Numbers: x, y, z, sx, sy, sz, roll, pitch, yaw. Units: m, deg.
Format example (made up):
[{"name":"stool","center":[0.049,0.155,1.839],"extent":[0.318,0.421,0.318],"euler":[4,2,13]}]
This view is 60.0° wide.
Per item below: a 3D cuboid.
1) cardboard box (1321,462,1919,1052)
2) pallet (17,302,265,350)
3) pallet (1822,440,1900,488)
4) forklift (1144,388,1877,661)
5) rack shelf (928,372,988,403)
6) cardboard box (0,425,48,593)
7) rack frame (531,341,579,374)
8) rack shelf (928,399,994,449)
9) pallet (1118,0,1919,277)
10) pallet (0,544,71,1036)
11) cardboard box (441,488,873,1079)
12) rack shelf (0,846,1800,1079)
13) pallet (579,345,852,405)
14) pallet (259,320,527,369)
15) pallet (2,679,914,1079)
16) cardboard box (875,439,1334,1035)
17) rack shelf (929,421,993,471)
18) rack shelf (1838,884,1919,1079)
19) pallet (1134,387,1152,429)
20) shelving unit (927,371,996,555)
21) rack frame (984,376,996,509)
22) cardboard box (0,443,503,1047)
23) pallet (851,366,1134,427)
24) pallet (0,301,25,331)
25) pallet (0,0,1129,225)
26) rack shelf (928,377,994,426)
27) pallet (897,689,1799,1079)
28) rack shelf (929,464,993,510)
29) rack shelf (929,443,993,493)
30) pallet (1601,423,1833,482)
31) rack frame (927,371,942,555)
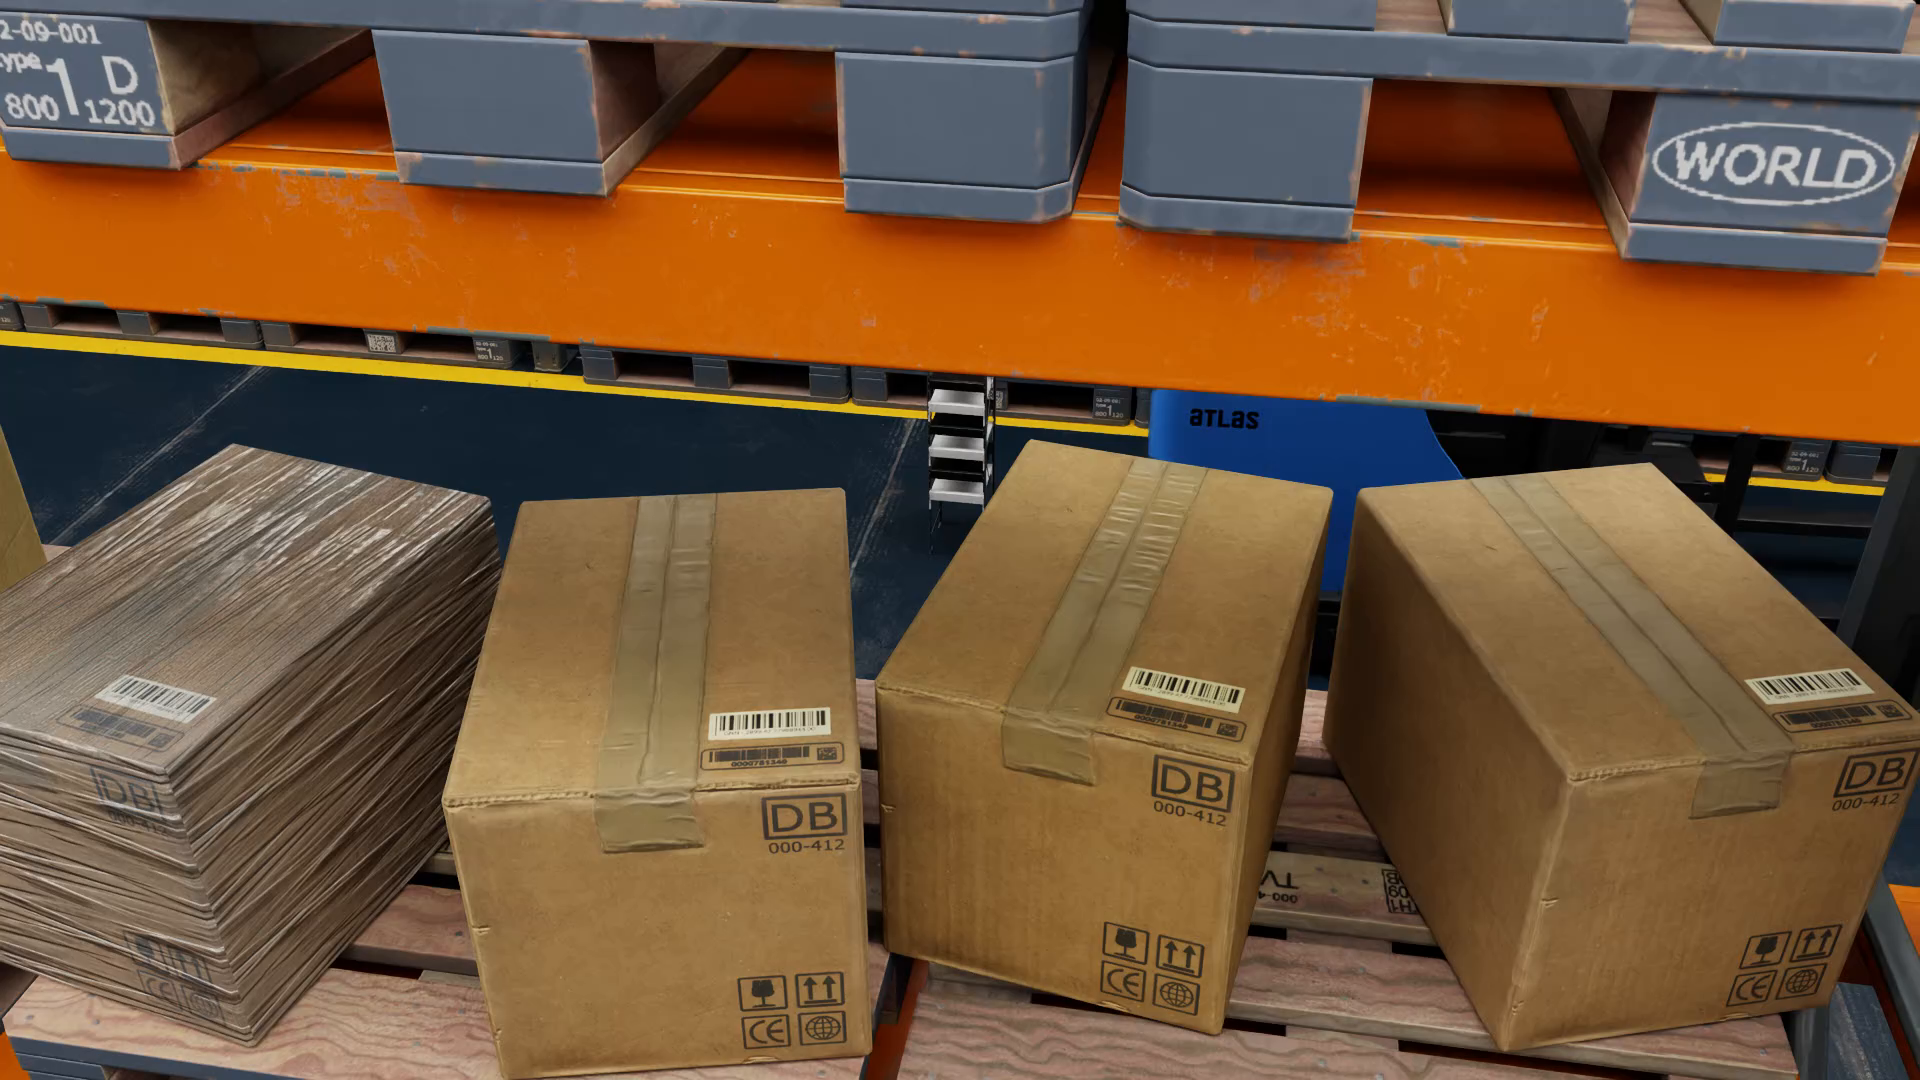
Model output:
[{"name":"cardboard box","center":[0.924,0.289,2.471],"extent":[0.500,0.500,0.700],"euler":[-5,32,-8]},{"name":"pallet","center":[-3.729,-1.278,8.093],"extent":[1.213,0.211,1.003],"euler":[5,32,8]},{"name":"pallet","center":[4.126,-0.524,6.888],"extent":[1.213,0.211,1.003],"euler":[5,32,8]},{"name":"forklift","center":[2.149,-1.025,5.126],"extent":[3.031,2.935,1.130],"euler":[4,32,6]},{"name":"rack shelf","center":[0.008,-0.581,5.884],"extent":[0.200,0.077,0.258],"euler":[5,32,8]},{"name":"cardboard box","center":[-1.950,0.088,2.791],"extent":[0.500,0.500,0.700],"euler":[-5,32,-8]},{"name":"rack frame","center":[-1.760,-2.280,7.065],"extent":[0.127,3.000,1.000],"euler":[5,32,8]},{"name":"rack shelf","center":[0.008,-0.429,5.980],"extent":[0.200,0.077,0.258],"euler":[5,32,8]},{"name":"pallet","center":[0.722,-0.618,1.760],"extent":[1.003,0.211,1.213],"euler":[5,32,8]},{"name":"pallet","center":[-1.910,0.417,2.938],"extent":[1.003,0.211,1.213],"euler":[5,32,8]},{"name":"cardboard box","center":[-0.399,0.323,2.417],"extent":[0.500,0.500,0.700],"euler":[-3,32,-4]},{"name":"rack shelf","center":[-0.618,0.795,2.831],"extent":[4.000,0.370,1.077],"euler":[5,32,8]},{"name":"pallet","center":[-0.995,-0.988,7.629],"extent":[1.213,0.211,1.003],"euler":[5,32,8]},{"name":"pallet","center":[-2.530,-1.168,7.917],"extent":[1.213,0.211,1.003],"euler":[5,32,8]},{"name":"pallet","center":[-0.672,0.564,2.702],"extent":[1.213,0.211,1.003],"euler":[5,32,8]},{"name":"cardboard box","center":[0.236,0.261,2.516],"extent":[0.500,0.500,0.700],"euler":[10,33,16]},{"name":"rack shelf","center":[0.008,-0.352,6.028],"extent":[0.200,0.077,0.258],"euler":[5,32,8]},{"name":"rack shelf","center":[3.325,1.152,2.260],"extent":[4.000,0.370,1.077],"euler":[5,32,8]},{"name":"pallet","center":[1.410,-0.770,7.281],"extent":[1.213,0.211,1.003],"euler":[5,32,8]},{"name":"shelving unit","center":[0.008,-0.381,6.010],"extent":[0.210,0.900,0.258],"euler":[5,32,8]},{"name":"rack frame","center":[0.108,-0.372,5.996],"extent":[0.006,0.900,0.240],"euler":[5,32,8]},{"name":"cardboard box","center":[-1.080,0.270,2.501],"extent":[0.500,0.500,0.700],"euler":[11,34,17]},{"name":"pallet","center":[0.204,-0.878,7.453],"extent":[1.213,0.211,1.003],"euler":[5,32,8]},{"name":"pallet","center":[-4.935,-1.386,8.265],"extent":[1.213,0.211,1.003],"euler":[5,32,8]},{"name":"pallet","center":[-0.301,-0.709,1.906],"extent":[1.003,0.211,1.213],"euler":[5,32,8]},{"name":"rack shelf","center":[0.008,-0.505,5.932],"extent":[0.200,0.077,0.258],"euler":[5,32,8]},{"name":"pallet","center":[0.584,0.622,2.611],"extent":[1.213,0.211,1.003],"euler":[5,32,8]},{"name":"rack shelf","center":[0.008,-0.200,6.123],"extent":[0.200,0.077,0.258],"euler":[5,32,8]},{"name":"rack shelf","center":[0.008,-0.276,6.076],"extent":[0.200,0.077,0.258],"euler":[5,32,8]},{"name":"pallet","center":[2.920,-0.632,7.060],"extent":[1.213,0.211,1.003],"euler":[5,32,8]},{"name":"rack frame","center":[-0.092,-0.390,6.025],"extent":[0.006,0.900,0.240],"euler":[5,32,8]}]
